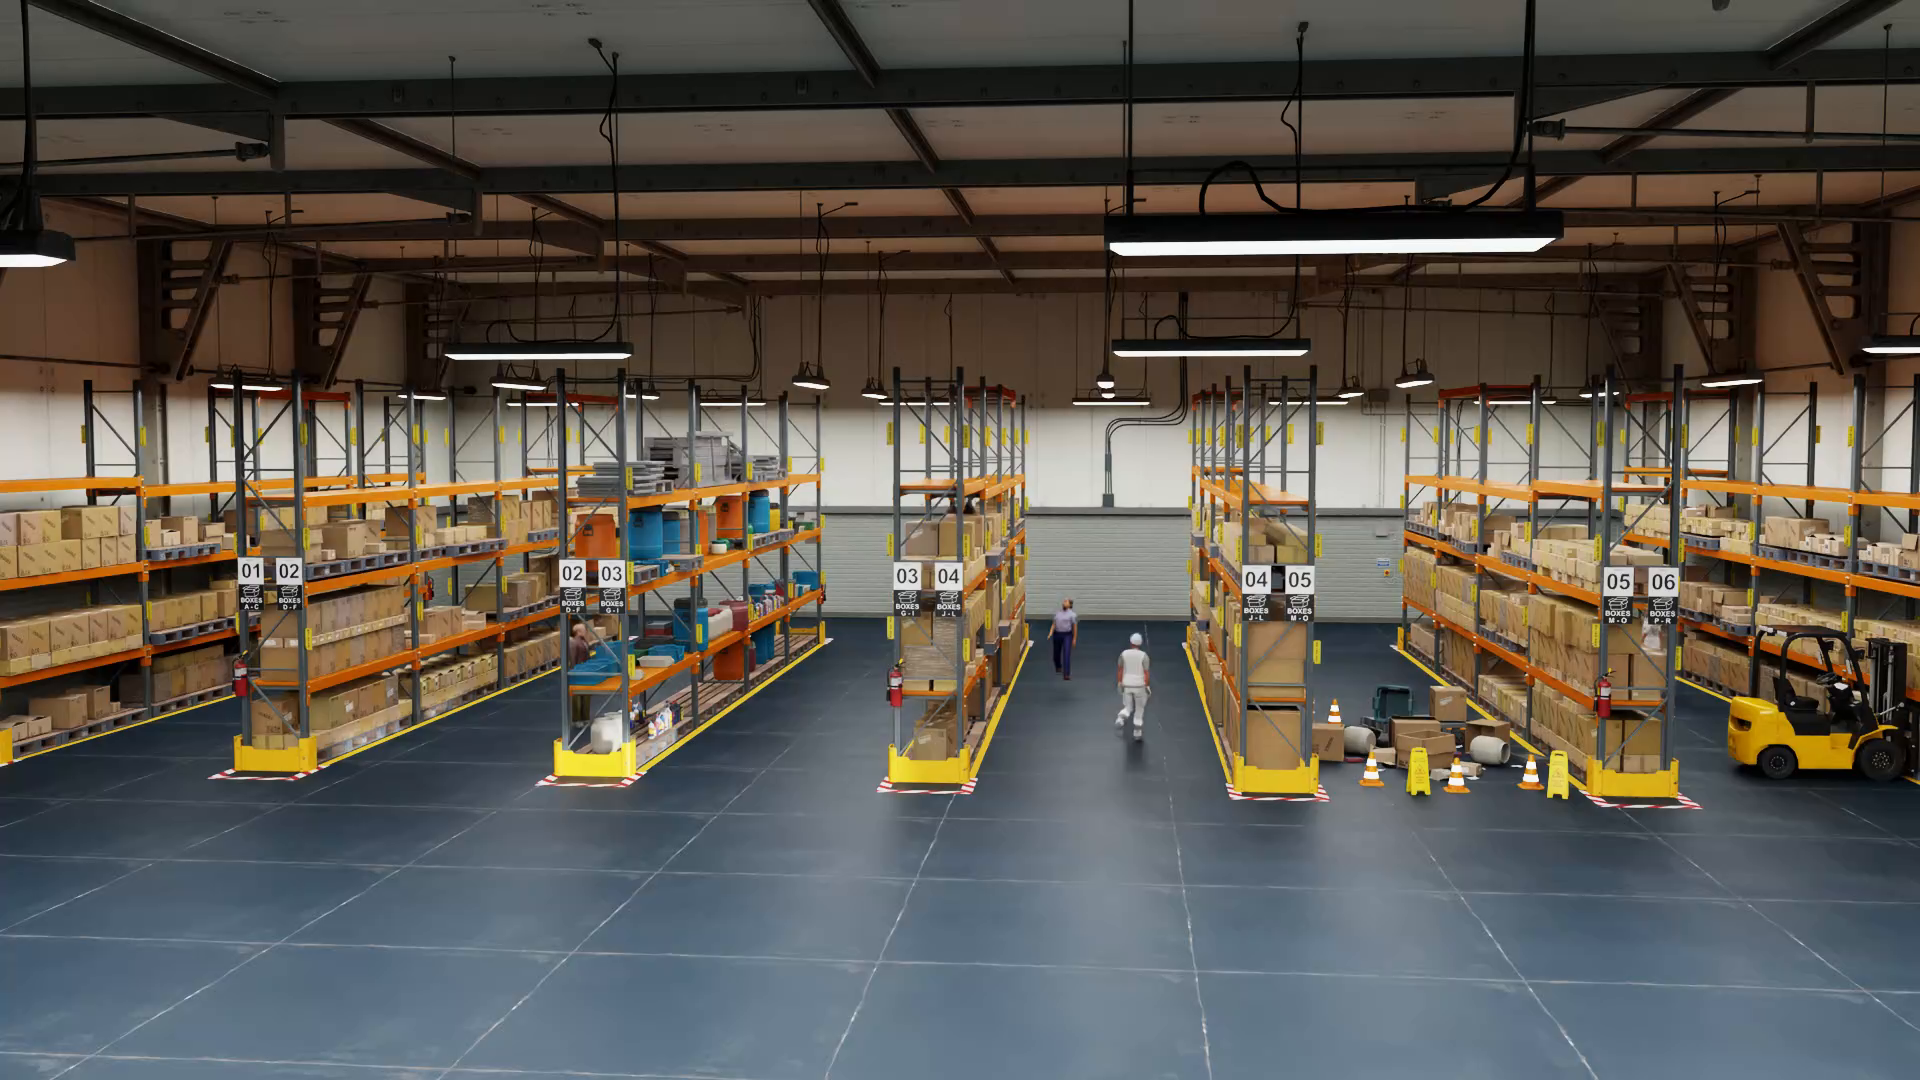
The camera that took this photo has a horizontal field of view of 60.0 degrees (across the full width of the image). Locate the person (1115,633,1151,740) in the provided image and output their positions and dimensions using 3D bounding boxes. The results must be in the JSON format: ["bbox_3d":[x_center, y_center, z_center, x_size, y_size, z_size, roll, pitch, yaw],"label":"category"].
[{"bbox_3d":[2.830,2.412,27.275,0.556,1.775,0.725,3,5,39],"label":"person"}]

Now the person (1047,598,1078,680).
[{"bbox_3d":[2.006,1.914,32.482,0.578,1.571,0.950,1,4,10],"label":"person"}]

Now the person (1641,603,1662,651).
[{"bbox_3d":[13.364,2.119,32.299,0.615,1.817,0.601,-1,4,-12],"label":"person"}]

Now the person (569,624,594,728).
[{"bbox_3d":[-6.515,2.332,28.595,0.398,1.793,0.602,1,4,20],"label":"person"}]
